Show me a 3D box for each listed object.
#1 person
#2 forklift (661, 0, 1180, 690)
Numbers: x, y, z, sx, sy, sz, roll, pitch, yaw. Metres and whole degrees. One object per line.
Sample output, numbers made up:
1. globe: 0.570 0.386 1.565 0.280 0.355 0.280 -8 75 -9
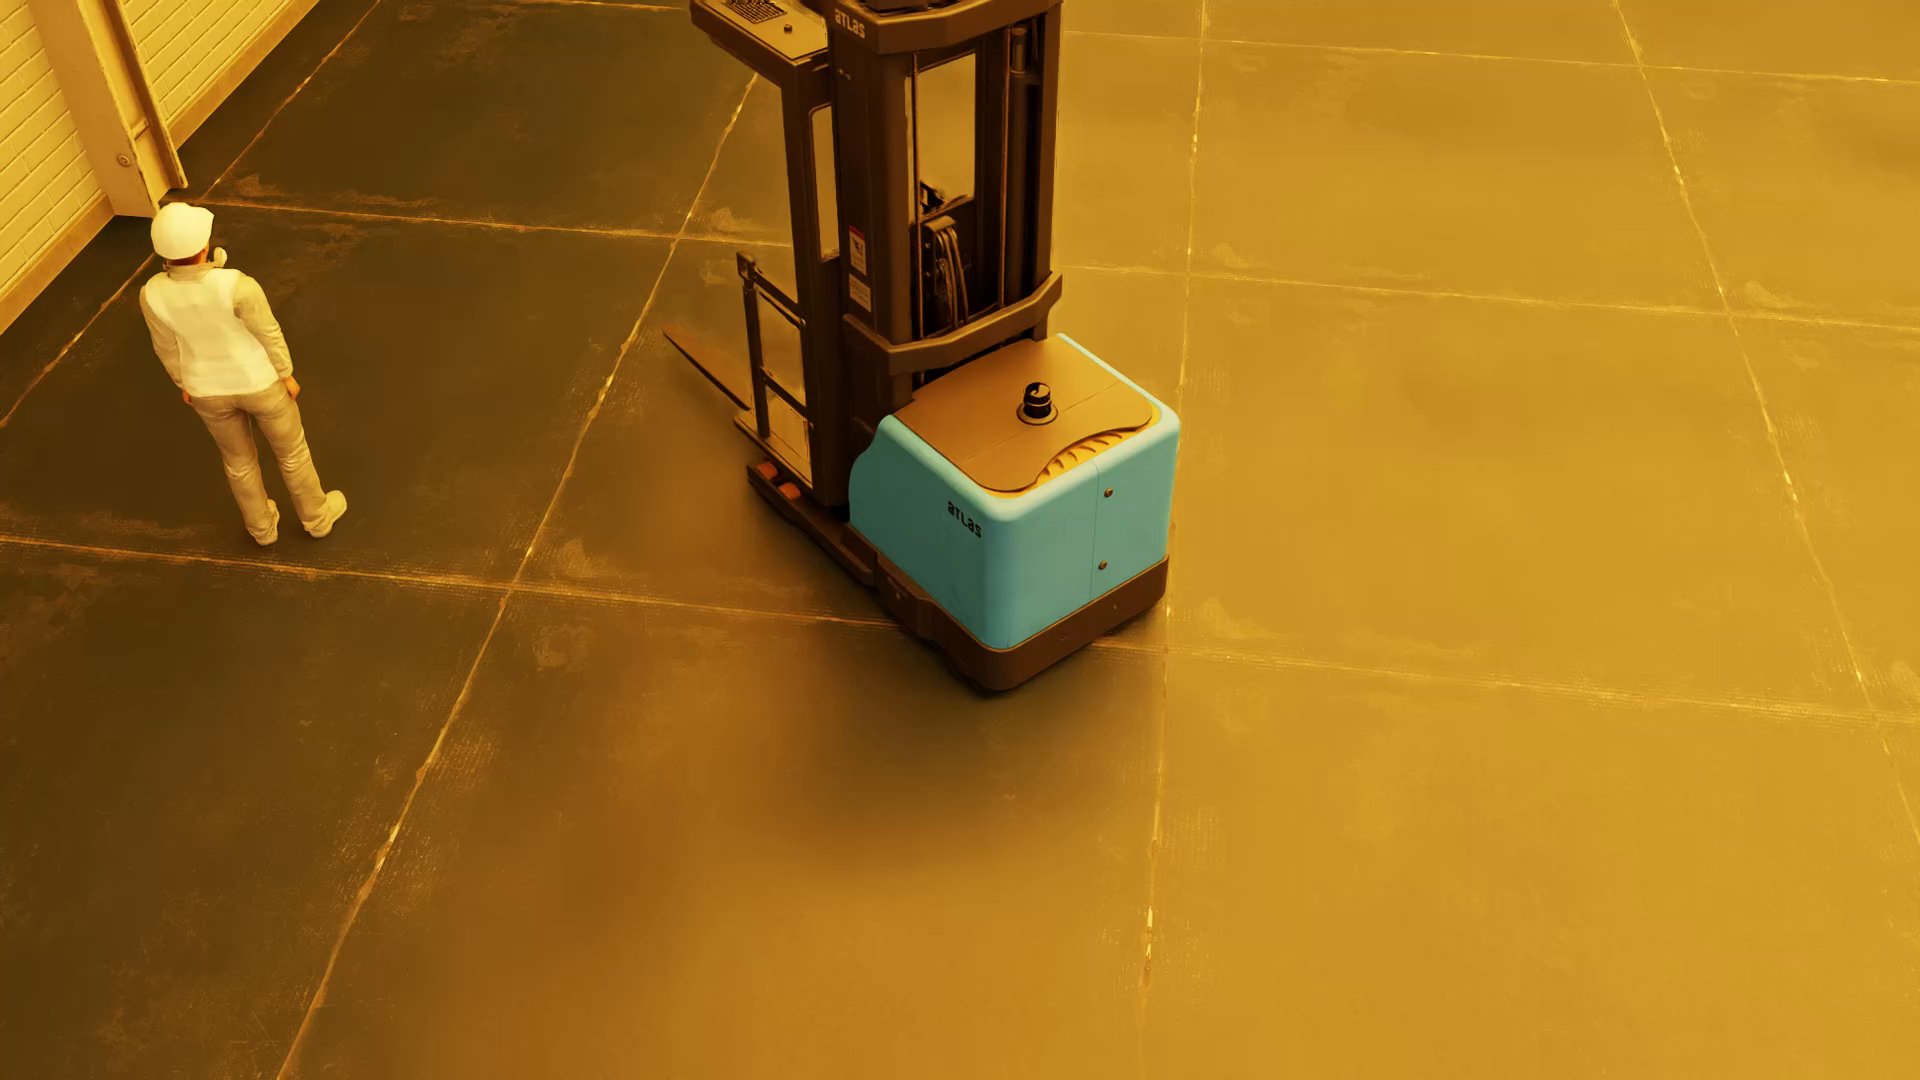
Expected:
1. person: -3.203 -0.720 7.364 0.528 1.776 0.362 -5 43 -6
2. forklift: -0.378 -1.379 7.225 1.130 2.935 3.031 -28 50 -27
